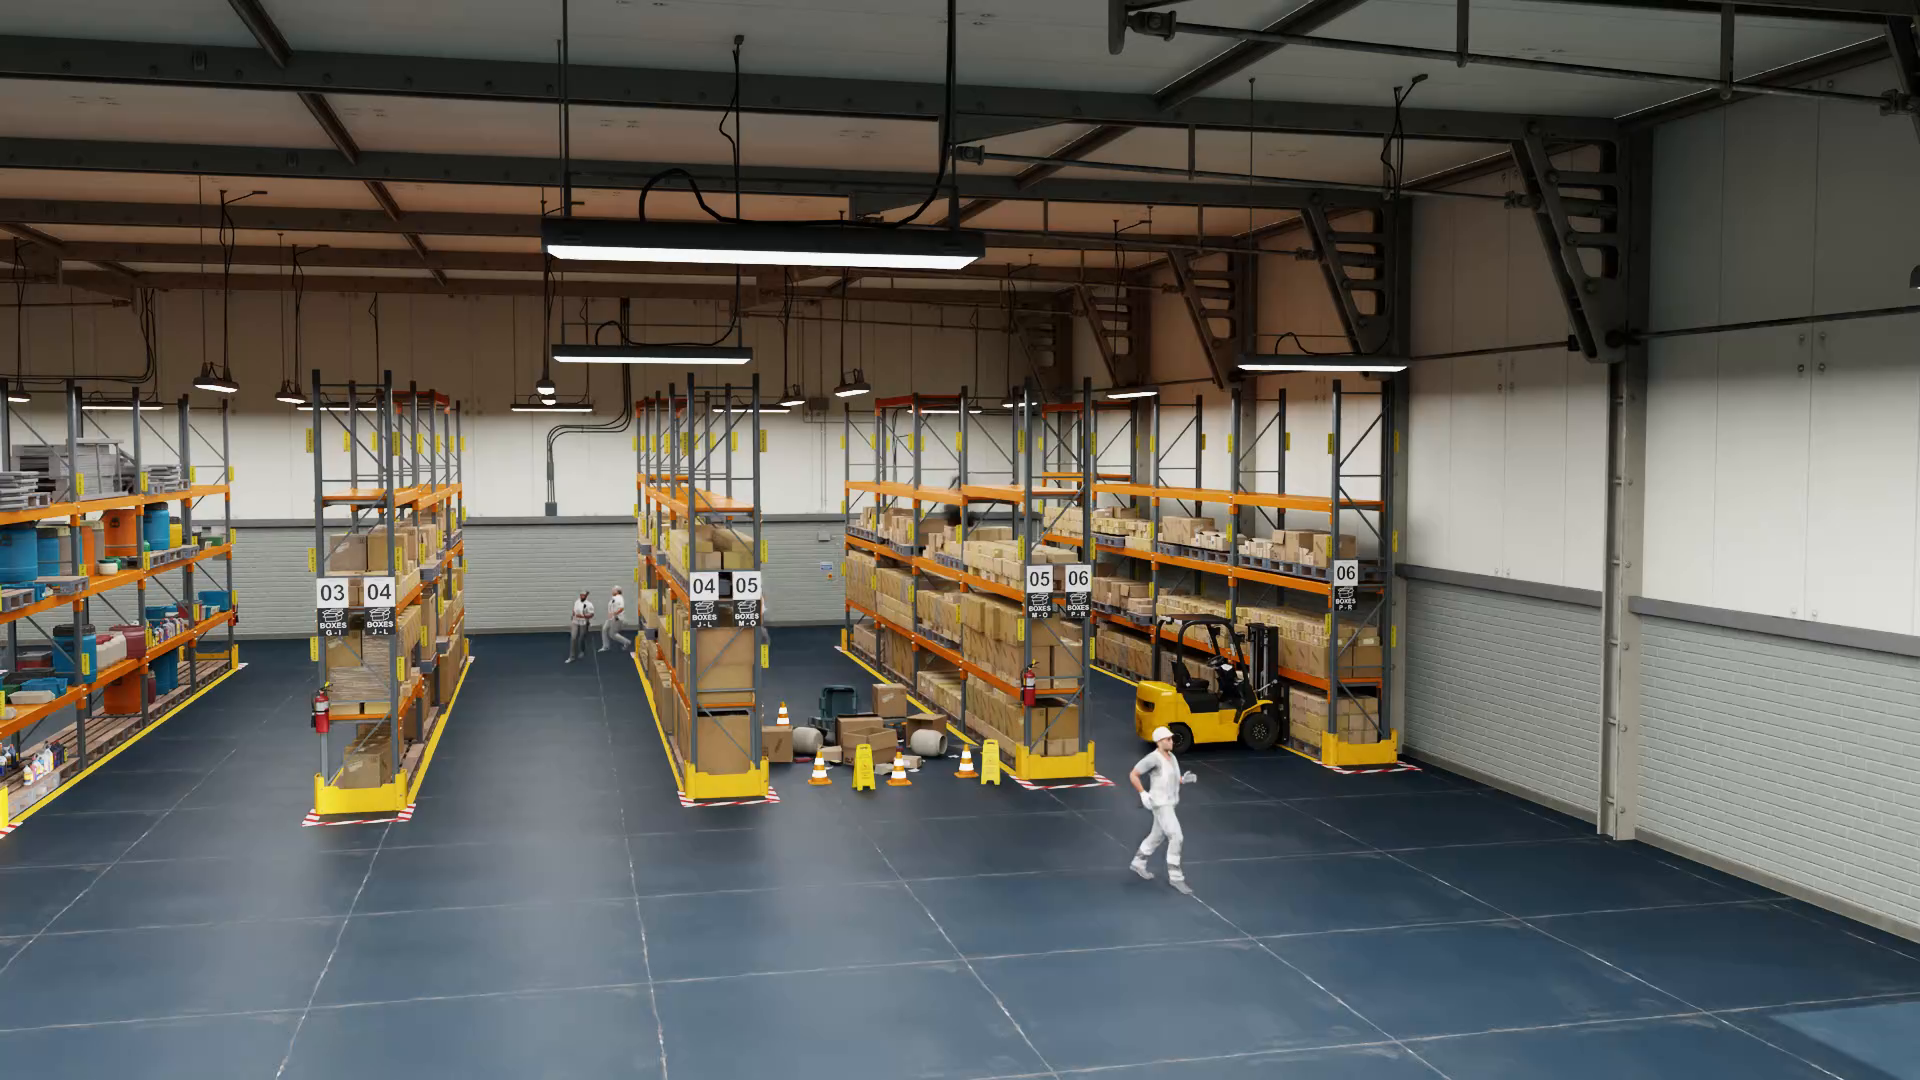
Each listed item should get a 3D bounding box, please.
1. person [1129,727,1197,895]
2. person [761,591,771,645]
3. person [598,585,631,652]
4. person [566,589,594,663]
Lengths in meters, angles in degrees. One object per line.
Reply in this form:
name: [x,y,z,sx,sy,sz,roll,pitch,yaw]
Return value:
person: [2.269,3.015,18.701,0.826,1.839,0.650,2,4,29]
person: [-5.063,1.781,41.045,0.818,1.681,0.683,-1,4,-23]
person: [-8.324,1.897,40.022,0.744,1.615,0.638,-1,4,-23]
person: [-8.692,1.972,38.354,0.578,1.721,0.850,1,3,10]
